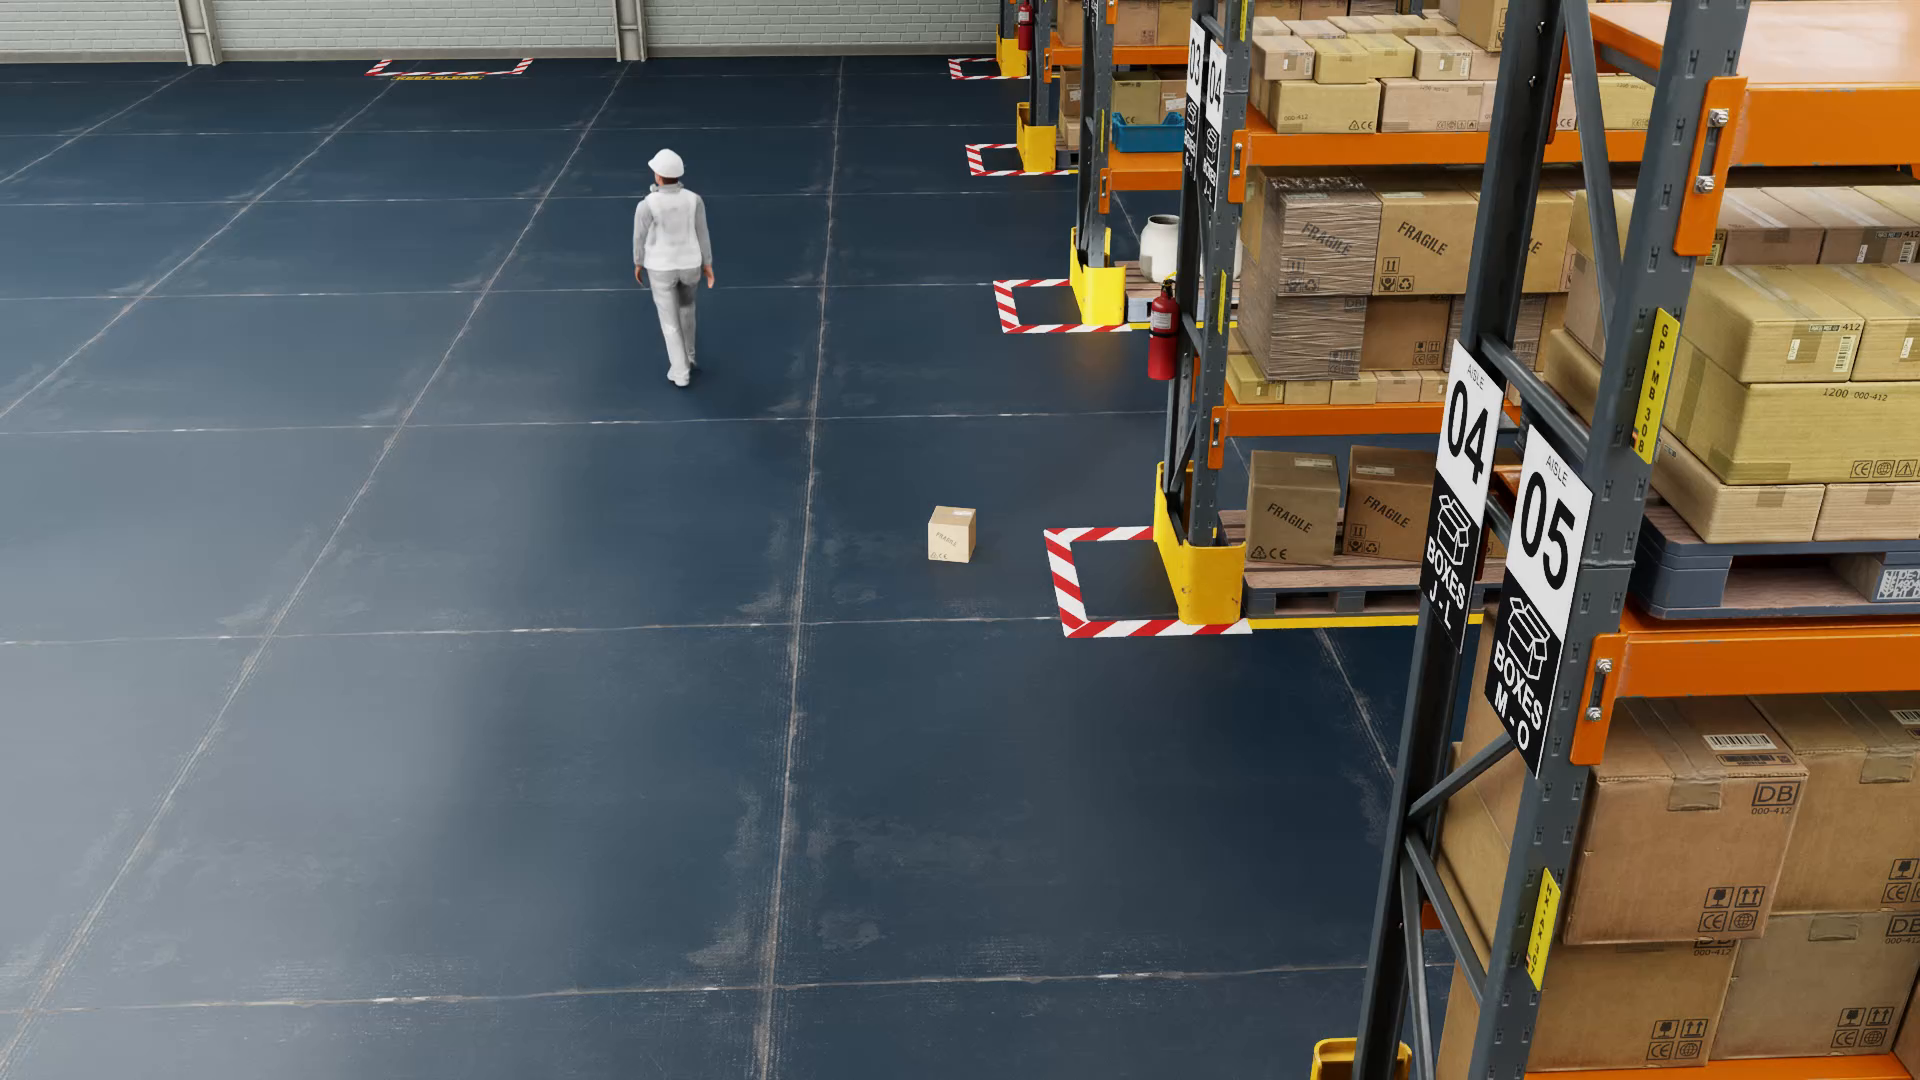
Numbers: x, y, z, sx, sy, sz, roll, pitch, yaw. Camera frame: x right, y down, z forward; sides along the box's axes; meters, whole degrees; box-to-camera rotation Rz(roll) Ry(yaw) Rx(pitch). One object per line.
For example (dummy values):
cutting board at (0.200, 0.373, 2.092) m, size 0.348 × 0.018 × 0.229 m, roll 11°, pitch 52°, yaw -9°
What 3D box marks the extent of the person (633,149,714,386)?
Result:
person at (-2.174, -2.041, 12.570) m, size 0.566 × 1.841 × 0.595 m, roll -15°, pitch 31°, yaw -26°
